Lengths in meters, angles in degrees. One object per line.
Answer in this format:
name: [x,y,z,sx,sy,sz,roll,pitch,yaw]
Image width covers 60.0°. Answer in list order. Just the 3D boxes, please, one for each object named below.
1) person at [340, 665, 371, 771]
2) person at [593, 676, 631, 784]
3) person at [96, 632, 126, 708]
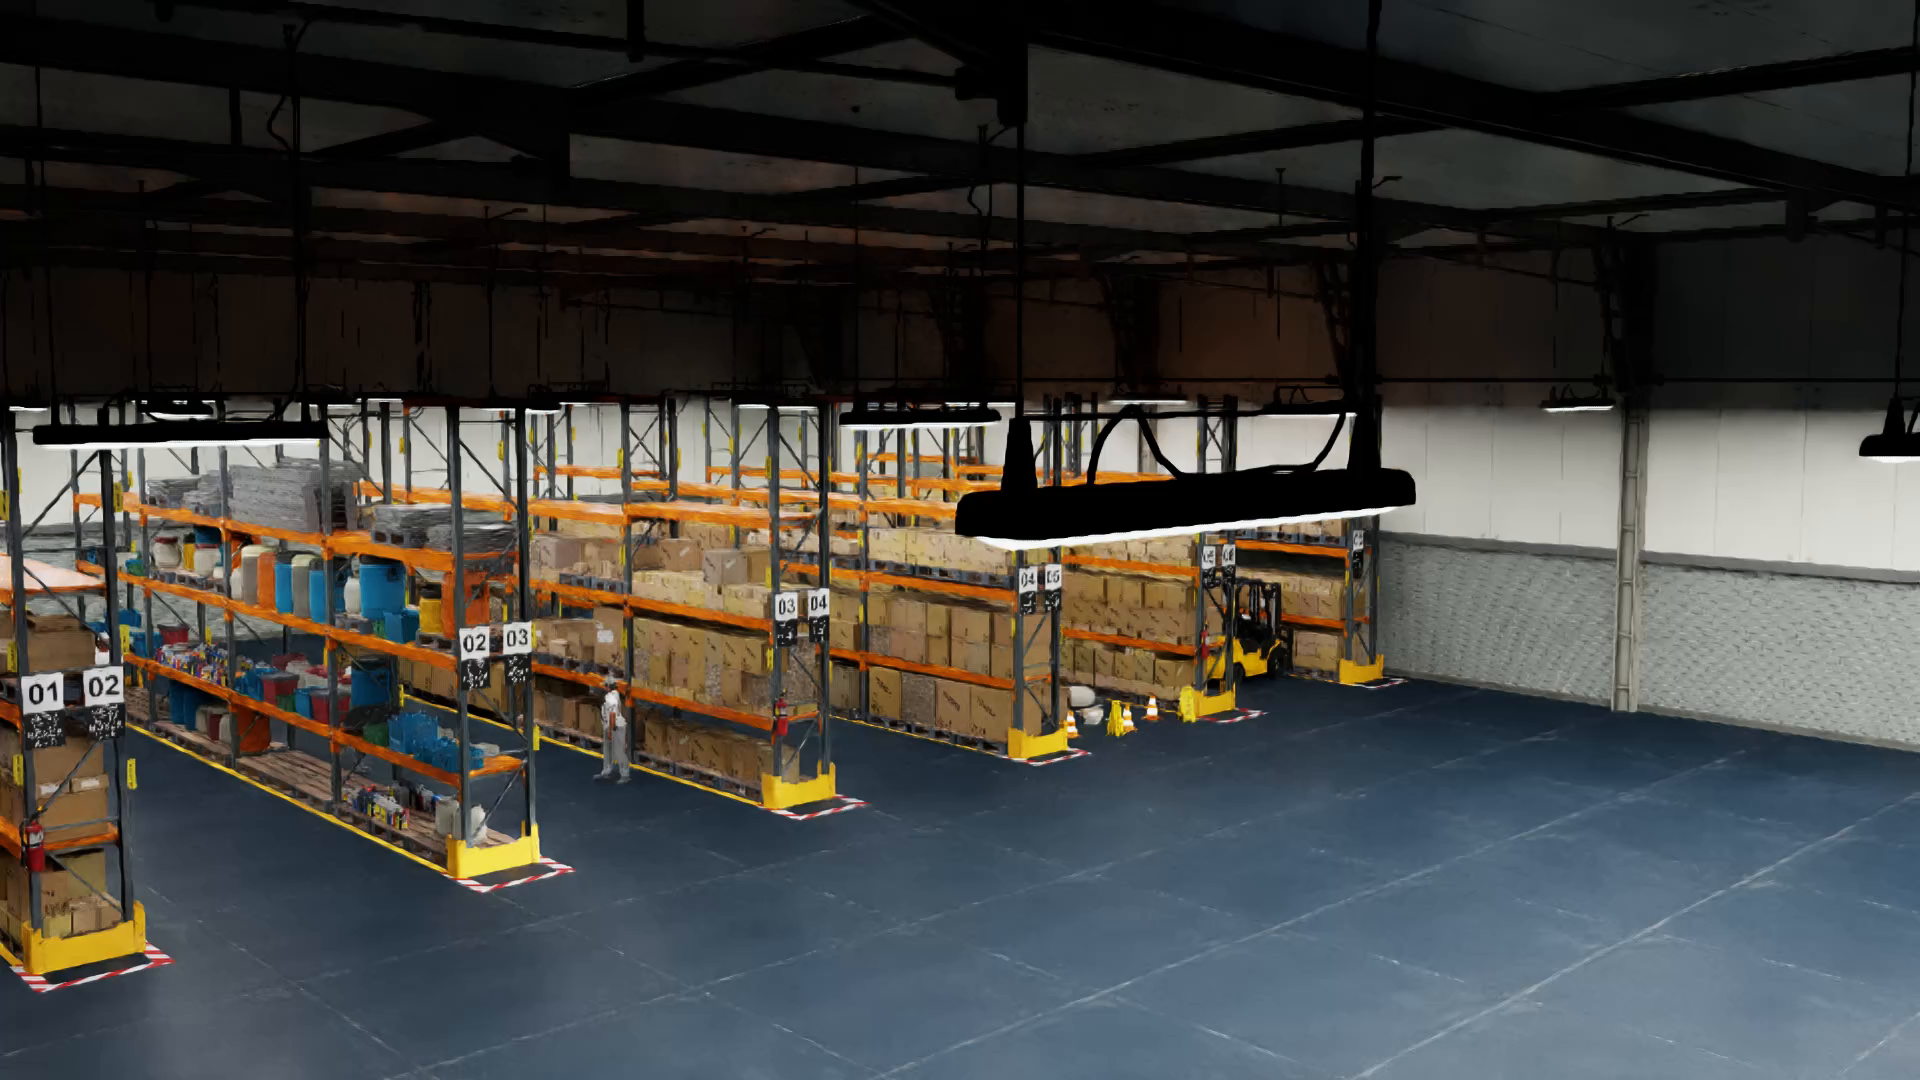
person: [-9.900,2.869,26.897,0.685,1.740,0.662,4,7,38]
person: [-5.493,2.968,26.150,0.562,1.655,0.612,-2,6,-19]
person: [-15.746,2.491,30.692,0.619,1.657,0.819,-2,6,-21]
